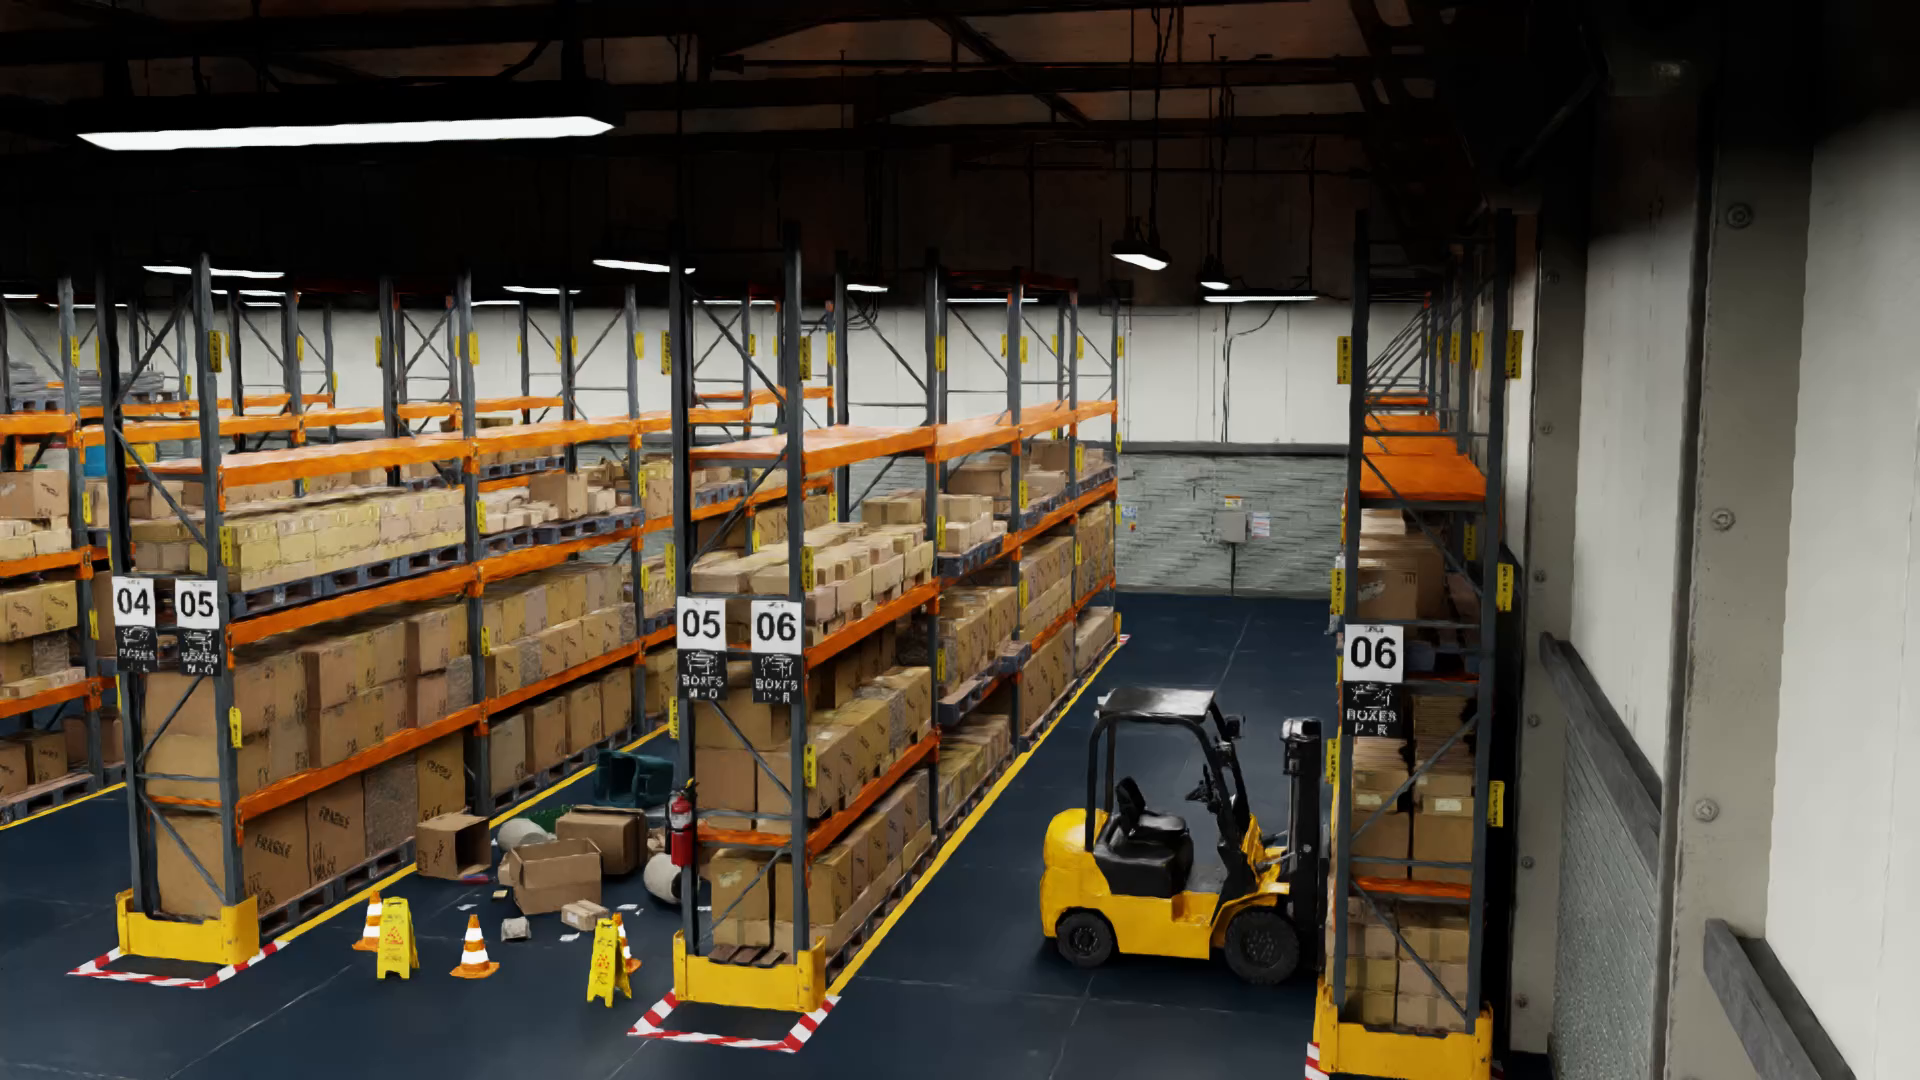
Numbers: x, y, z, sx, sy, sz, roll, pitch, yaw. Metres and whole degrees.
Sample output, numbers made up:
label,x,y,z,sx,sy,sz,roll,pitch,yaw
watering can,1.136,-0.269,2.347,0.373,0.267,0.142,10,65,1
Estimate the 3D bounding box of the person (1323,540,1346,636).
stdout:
label,x,y,z,sx,sy,sz,roll,pitch,yaw
person,6.723,0.813,28.812,0.581,1.707,0.982,5,9,36
